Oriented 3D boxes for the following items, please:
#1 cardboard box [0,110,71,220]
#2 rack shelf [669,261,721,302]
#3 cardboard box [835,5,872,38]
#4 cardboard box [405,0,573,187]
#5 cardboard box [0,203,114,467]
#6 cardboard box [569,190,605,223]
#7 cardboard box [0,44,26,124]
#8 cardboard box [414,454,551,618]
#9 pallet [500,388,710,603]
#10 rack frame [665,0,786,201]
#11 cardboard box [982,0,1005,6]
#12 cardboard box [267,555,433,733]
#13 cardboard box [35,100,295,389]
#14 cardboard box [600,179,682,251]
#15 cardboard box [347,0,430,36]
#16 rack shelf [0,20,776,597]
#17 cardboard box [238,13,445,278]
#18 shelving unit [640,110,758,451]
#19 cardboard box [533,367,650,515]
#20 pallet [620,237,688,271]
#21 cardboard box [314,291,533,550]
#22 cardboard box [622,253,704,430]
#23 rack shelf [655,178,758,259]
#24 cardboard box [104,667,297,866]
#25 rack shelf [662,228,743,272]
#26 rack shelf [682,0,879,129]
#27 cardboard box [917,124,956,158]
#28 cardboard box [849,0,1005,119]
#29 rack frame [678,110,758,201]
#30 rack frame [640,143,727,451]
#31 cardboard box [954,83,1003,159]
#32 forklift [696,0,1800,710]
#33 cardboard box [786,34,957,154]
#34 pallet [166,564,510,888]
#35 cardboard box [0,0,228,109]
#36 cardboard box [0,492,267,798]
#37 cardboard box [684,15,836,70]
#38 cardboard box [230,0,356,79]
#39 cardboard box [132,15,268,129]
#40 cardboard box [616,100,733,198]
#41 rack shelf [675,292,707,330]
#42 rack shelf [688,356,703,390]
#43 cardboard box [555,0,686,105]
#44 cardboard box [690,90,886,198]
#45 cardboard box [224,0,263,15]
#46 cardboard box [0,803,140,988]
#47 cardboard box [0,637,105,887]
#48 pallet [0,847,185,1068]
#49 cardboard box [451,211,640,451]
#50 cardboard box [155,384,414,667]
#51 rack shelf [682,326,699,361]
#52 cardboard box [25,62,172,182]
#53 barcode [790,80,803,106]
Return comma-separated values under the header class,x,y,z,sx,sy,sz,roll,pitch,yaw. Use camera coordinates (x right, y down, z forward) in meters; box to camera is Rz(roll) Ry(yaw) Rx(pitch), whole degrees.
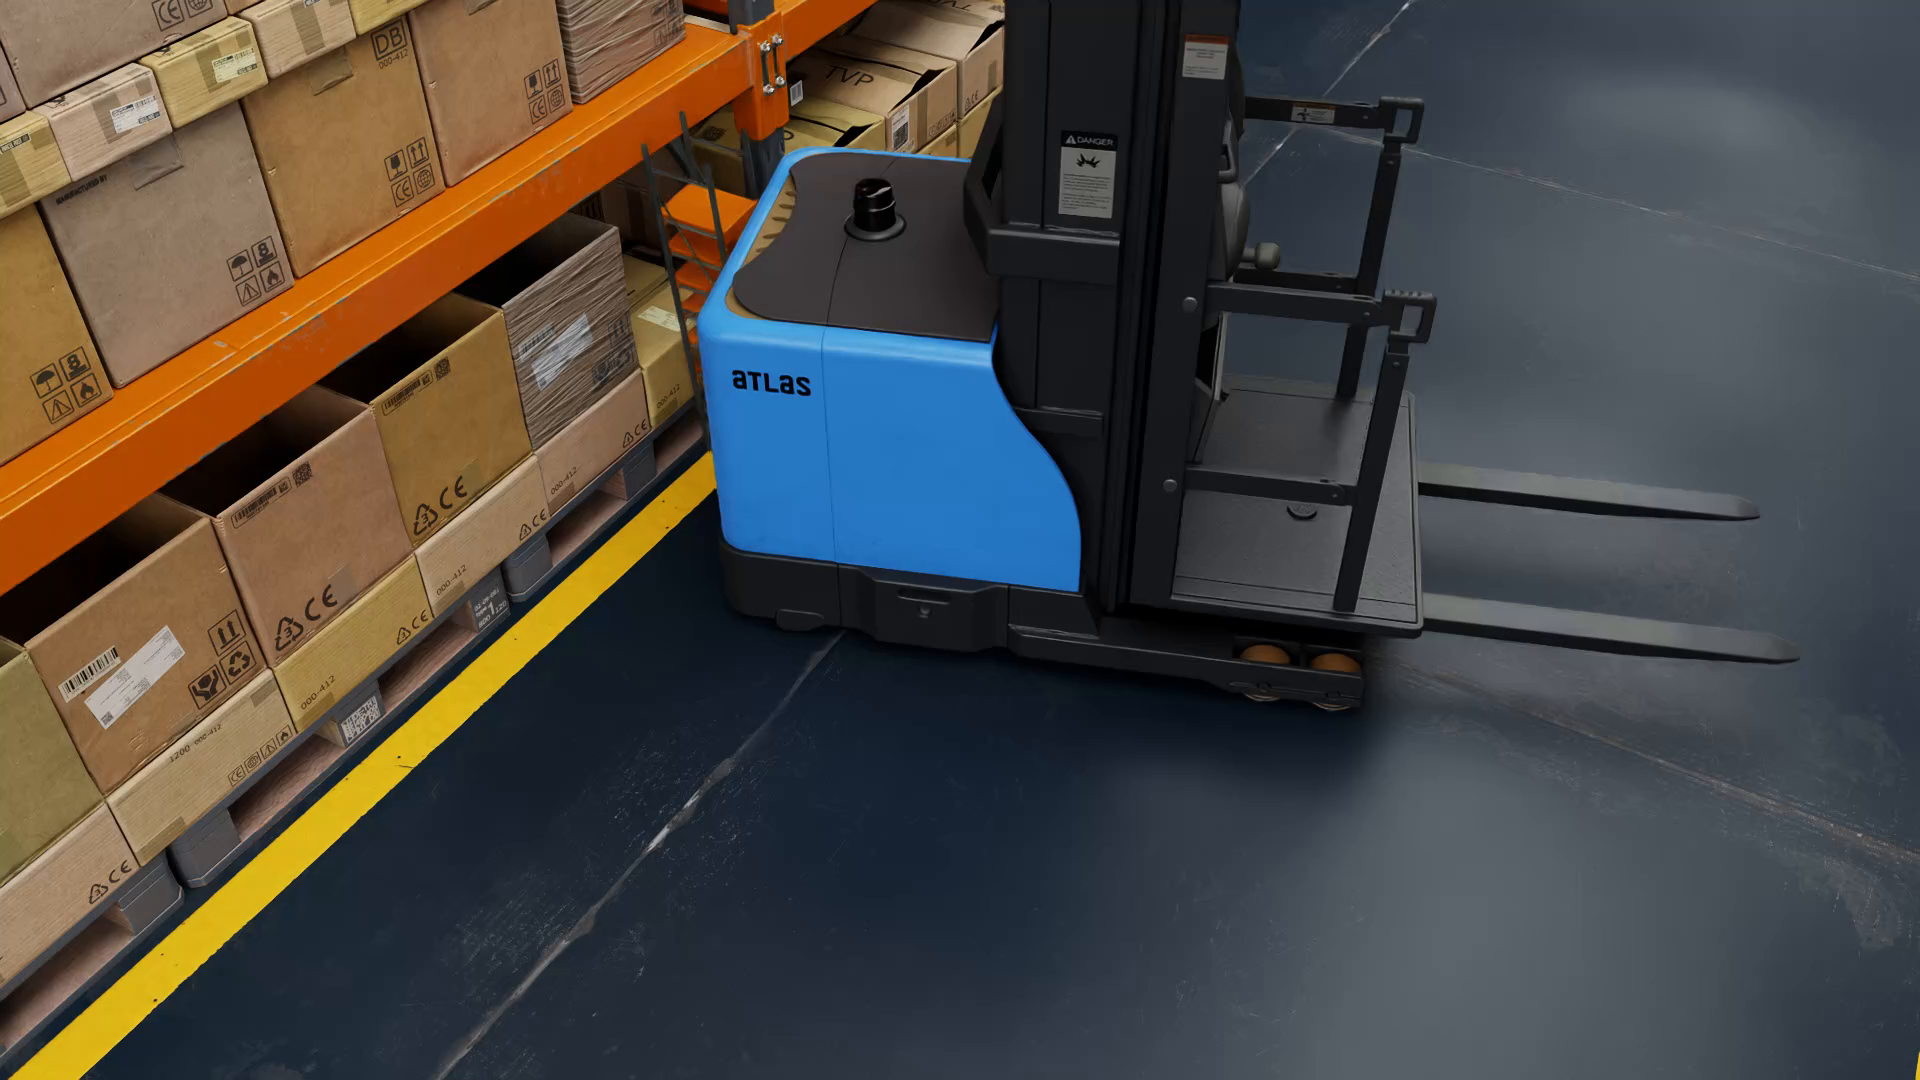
class,x,y,z,sx,sy,sz,roll,pitch,yaw
cardboard box,-2.004,-0.762,3.279,0.380,0.149,0.250,20,45,22
rack shelf,-0.734,-0.789,5.111,0.258,0.103,0.180,21,52,21
cardboard box,-0.566,-2.126,6.733,0.500,0.311,0.500,21,45,22
cardboard box,-1.502,-1.356,4.445,0.700,0.500,0.500,20,45,22
cardboard box,-2.272,-0.474,3.443,0.700,0.500,0.500,21,46,22
cardboard box,-1.531,-1.124,5.452,0.500,0.500,0.500,21,45,22
cardboard box,-2.248,-0.999,3.057,0.700,0.500,0.500,21,46,22
cardboard box,-1.566,-0.093,4.848,0.500,0.250,0.500,21,45,22
pallet,-1.462,-0.391,5.534,1.003,0.211,1.213,21,45,22
rack frame,-1.027,-1.879,5.113,1.000,3.000,0.127,21,45,22
cardboard box,0.163,-2.249,6.872,0.500,0.311,0.500,22,46,23
cardboard box,-1.816,0.194,4.523,0.500,0.250,0.500,21,45,22
cardboard box,-2.012,-0.777,3.787,0.700,0.500,0.500,22,46,23
cardboard box,-1.071,-1.337,6.262,0.500,0.250,0.500,20,45,22
cardboard box,-1.489,-1.351,3.948,0.380,0.149,0.250,21,45,22
rack shelf,-2.028,-0.464,4.052,1.077,0.370,4.000,21,45,22
cardboard box,-1.757,-1.070,4.120,0.700,0.500,0.500,22,46,23
shelving unit,-0.730,-0.738,5.166,0.258,1.200,0.189,21,52,21
cardboard box,-1.329,-0.384,5.179,0.500,0.250,0.500,21,45,22
pallet,-0.693,-1.267,6.528,1.003,0.211,1.213,21,45,22
cardboard box,-1.577,-0.378,4.605,0.500,0.500,0.500,21,45,22
cardboard box,-1.070,-0.667,5.500,0.500,0.250,0.500,21,45,22
rack shelf,-0.744,-0.952,4.935,0.258,0.103,0.180,21,52,21
cardboard box,-2.071,0.478,4.200,0.500,0.250,0.500,21,45,22
rack shelf,-0.739,-0.871,5.023,0.258,0.103,0.180,21,52,21
rack shelf,-0.027,-2.753,6.651,1.077,0.370,4.000,21,45,22
cardboard box,-0.354,-1.445,6.384,0.500,0.250,0.500,22,46,23
cardboard box,-0.092,-1.950,6.533,0.500,0.311,0.500,19,45,21
rack frame,-0.685,-0.797,5.219,0.240,1.200,0.006,21,52,21
rack frame,-0.775,-0.678,5.113,0.240,1.200,0.006,21,52,21
cardboard box,-0.097,-1.742,6.722,0.500,0.250,0.500,20,45,21
forklift,0.865,-1.000,4.168,3.031,2.935,1.130,7,42,8
cardboard box,-0.350,-1.653,6.196,0.500,0.311,0.500,20,45,22
pallet,-2.071,0.310,4.738,1.003,0.211,1.213,21,45,22
cardboard box,-1.997,-1.285,3.383,0.700,0.500,0.500,21,46,22
cardboard box,-2.080,0.193,3.957,0.500,0.500,0.500,21,45,22
cardboard box,-0.818,-1.841,6.409,0.500,0.311,0.500,22,46,23
cardboard box,-1.615,-1.207,3.784,0.380,0.149,0.250,22,46,23
cardboard box,-1.745,-1.054,3.611,0.380,0.149,0.250,22,46,23
cardboard box,-1.073,-1.541,6.069,0.500,0.311,0.500,21,45,22
rack shelf,-0.728,-0.707,5.199,0.258,0.103,0.180,21,52,21
rack shelf,-0.718,-0.544,5.374,0.258,0.103,0.180,21,52,21
cardboard box,-1.244,-1.660,4.790,0.700,0.500,0.500,20,45,21
cardboard box,-0.605,-1.369,5.873,0.500,0.311,0.500,21,46,22
cardboard box,-1.747,-1.571,3.707,0.700,0.500,0.500,21,45,22
cardboard box,-2.321,0.764,3.876,0.500,0.250,0.500,21,45,22
cardboard box,-2.320,0.483,3.627,0.500,0.500,0.500,21,45,22
pallet,-2.683,1.005,3.949,1.003,0.211,1.213,21,45,22
cardboard box,-1.331,-0.666,4.932,0.500,0.500,0.500,21,45,22
cardboard box,-1.815,-0.088,4.275,0.500,0.500,0.500,21,45,22
rack shelf,-0.723,-0.626,5.286,0.258,0.103,0.180,21,52,21
cardboard box,-1.876,-0.903,3.440,0.380,0.149,0.250,21,46,22
barcode,-0.539,-1.474,5.486,0.001,0.075,0.075,21,45,22
